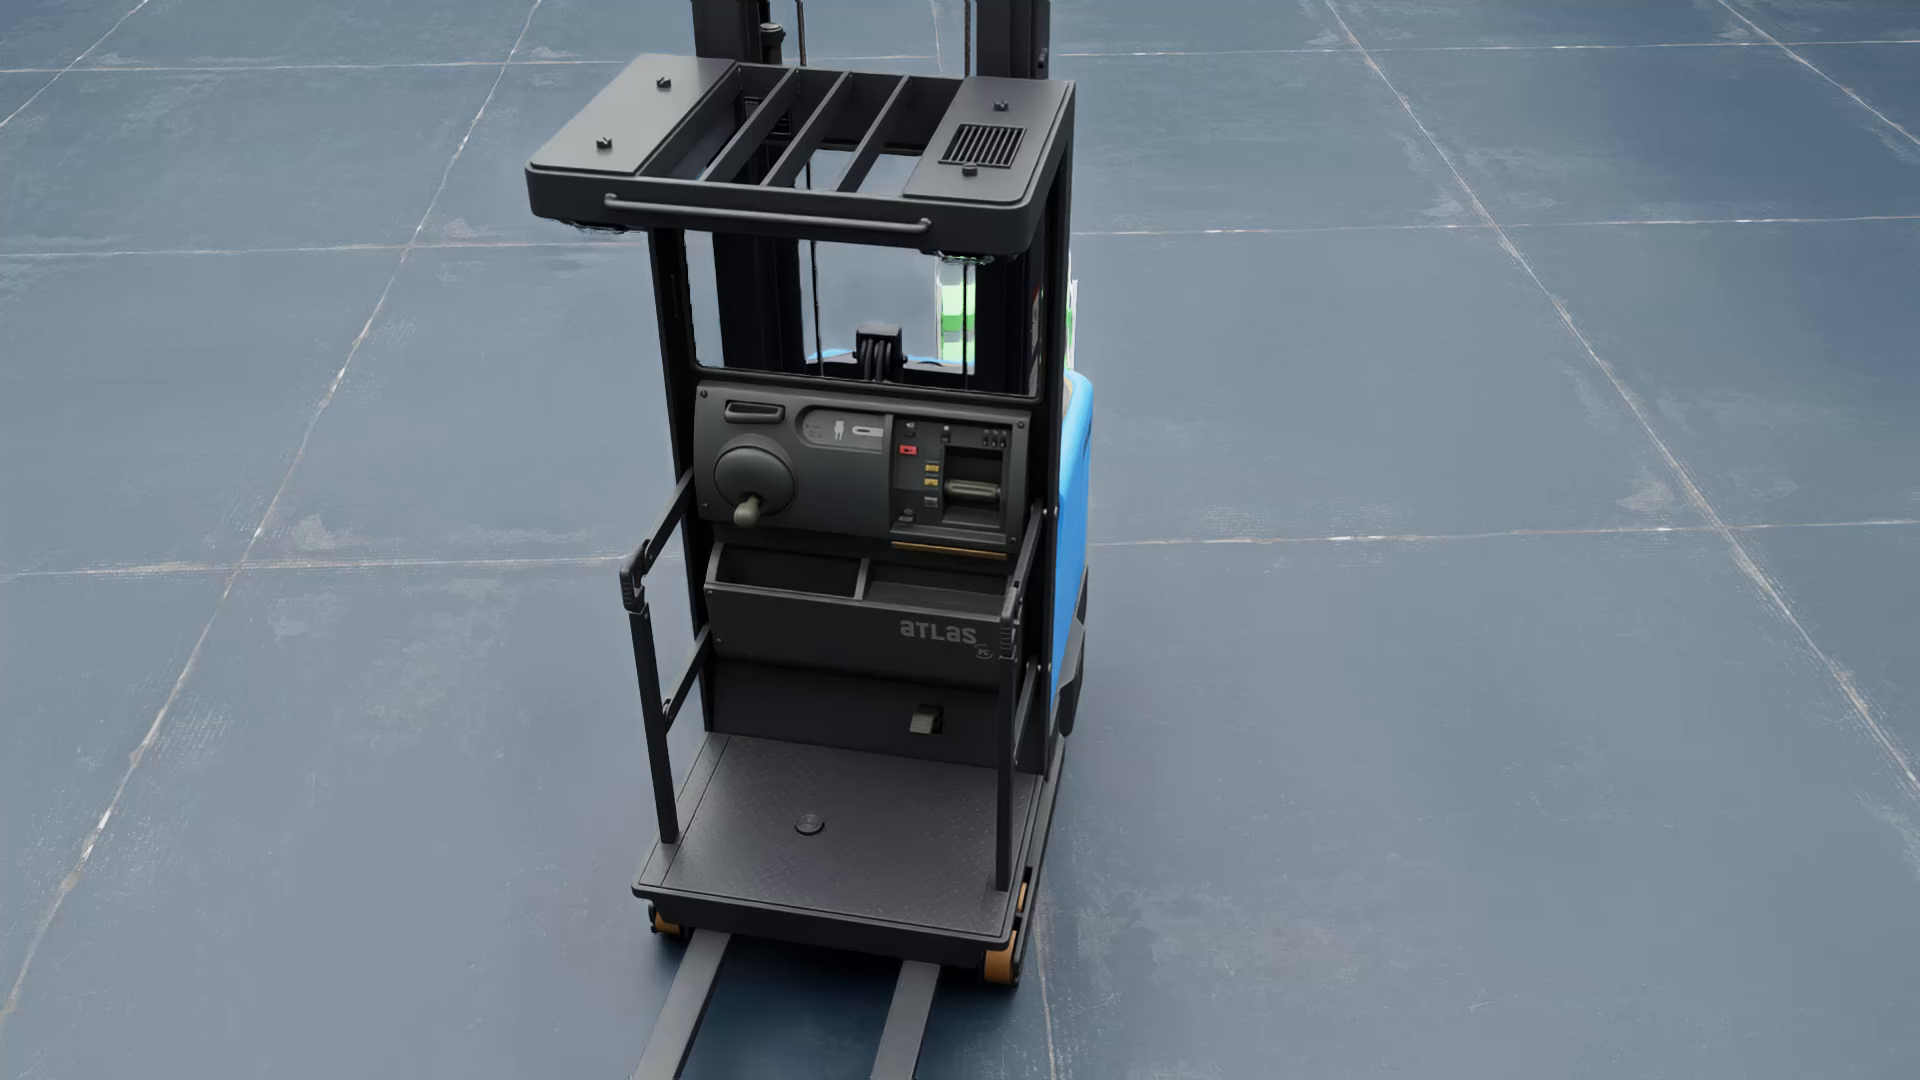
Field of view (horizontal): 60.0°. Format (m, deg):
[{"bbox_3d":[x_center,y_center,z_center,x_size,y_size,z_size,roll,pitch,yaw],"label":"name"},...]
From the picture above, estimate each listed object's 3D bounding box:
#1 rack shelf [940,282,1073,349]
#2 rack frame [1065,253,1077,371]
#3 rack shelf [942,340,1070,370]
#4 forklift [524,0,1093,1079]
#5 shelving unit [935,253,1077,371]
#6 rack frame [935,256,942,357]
[{"bbox_3d":[0.165,-0.840,6.178,0.480,0.148,0.258,-2,35,-2],"label":"rack shelf"},{"bbox_3d":[0.409,-0.504,6.424,0.015,1.200,0.240,-2,35,-2],"label":"rack frame"},{"bbox_3d":[0.165,-0.643,6.315,0.480,0.148,0.258,-2,35,-2],"label":"rack shelf"},{"bbox_3d":[-0.313,-0.135,4.370,1.130,2.935,3.031,6,35,9],"label":"forklift"},{"bbox_3d":[0.165,-0.498,6.415,0.503,1.200,0.258,-2,35,-2],"label":"shelving unit"},{"bbox_3d":[-0.078,-0.491,6.405,0.015,1.200,0.240,-2,35,-2],"label":"rack frame"}]
